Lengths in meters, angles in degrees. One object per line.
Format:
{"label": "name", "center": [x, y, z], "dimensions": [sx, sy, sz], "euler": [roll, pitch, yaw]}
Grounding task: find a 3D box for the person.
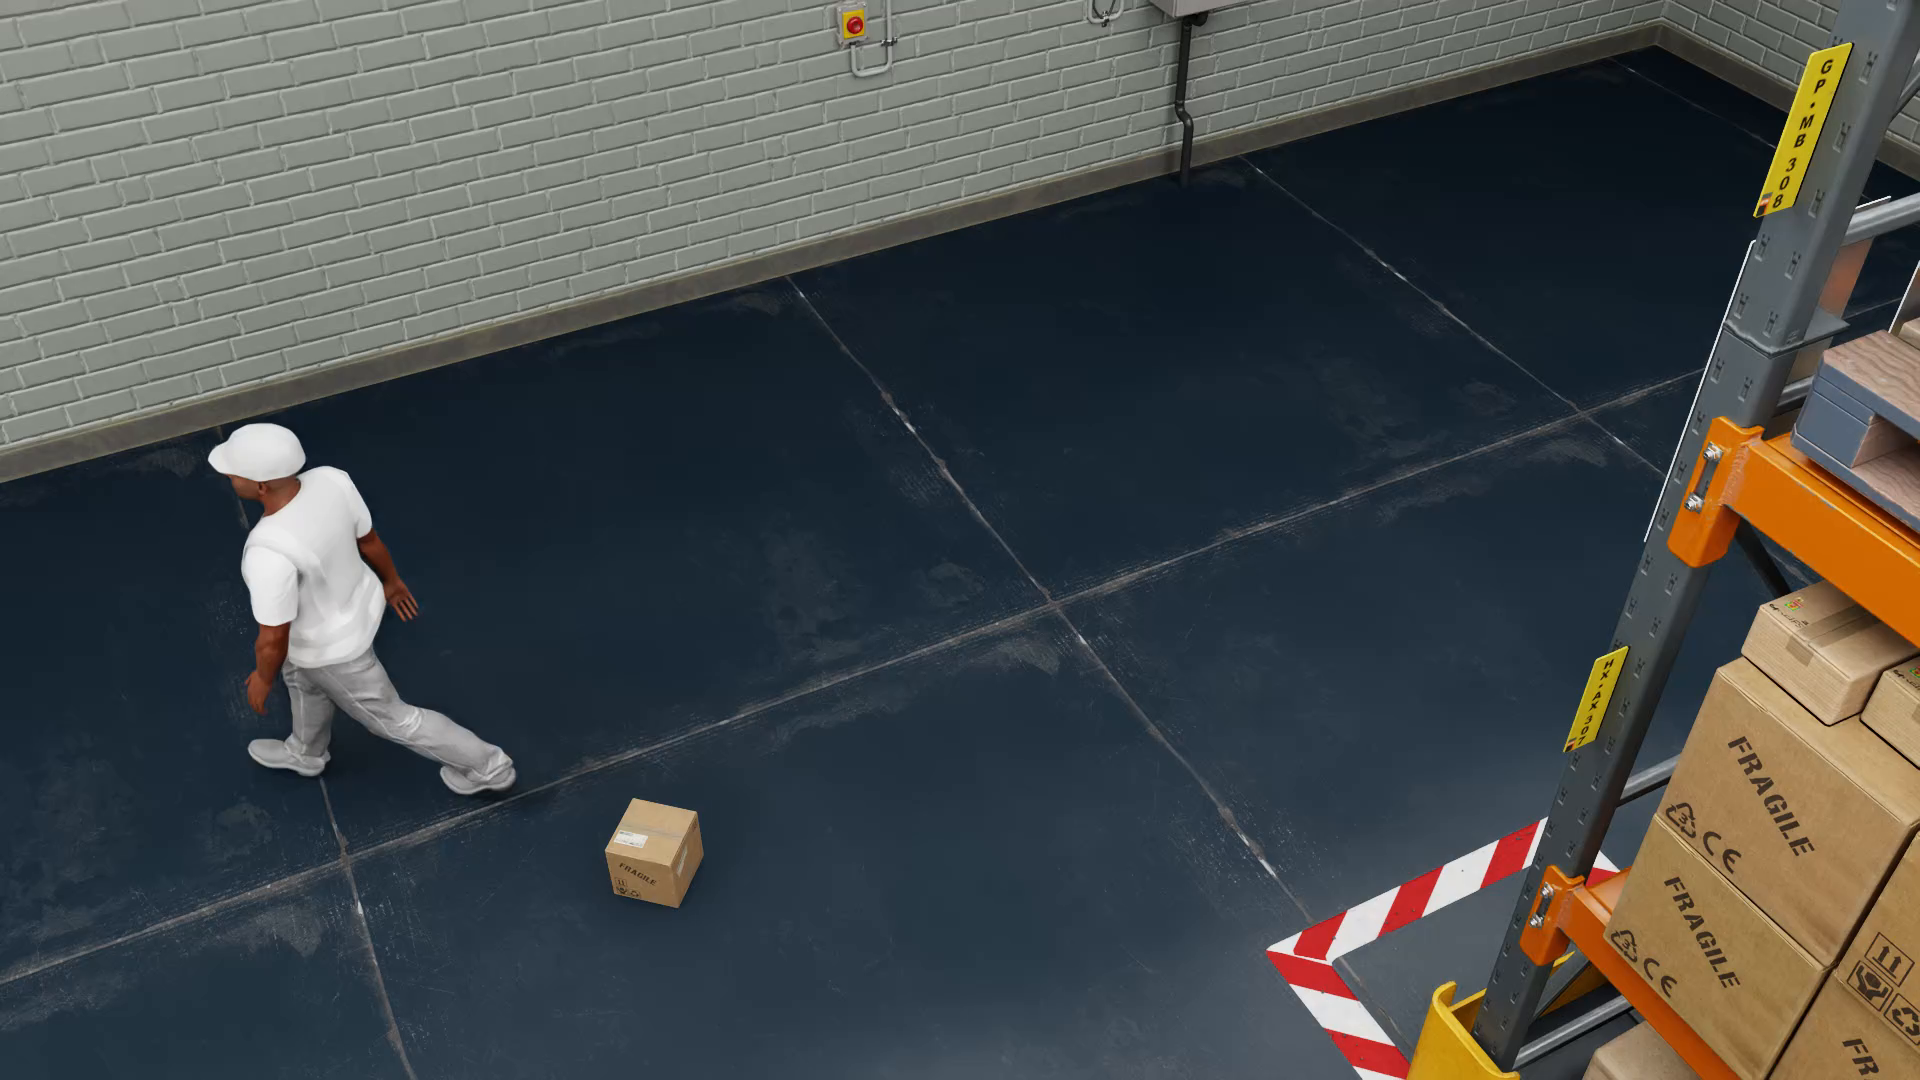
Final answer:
{"label": "person", "center": [-2.211, 0.305, 5.813], "dimensions": [1.095, 1.712, 0.600], "euler": [2, 41, 2]}
